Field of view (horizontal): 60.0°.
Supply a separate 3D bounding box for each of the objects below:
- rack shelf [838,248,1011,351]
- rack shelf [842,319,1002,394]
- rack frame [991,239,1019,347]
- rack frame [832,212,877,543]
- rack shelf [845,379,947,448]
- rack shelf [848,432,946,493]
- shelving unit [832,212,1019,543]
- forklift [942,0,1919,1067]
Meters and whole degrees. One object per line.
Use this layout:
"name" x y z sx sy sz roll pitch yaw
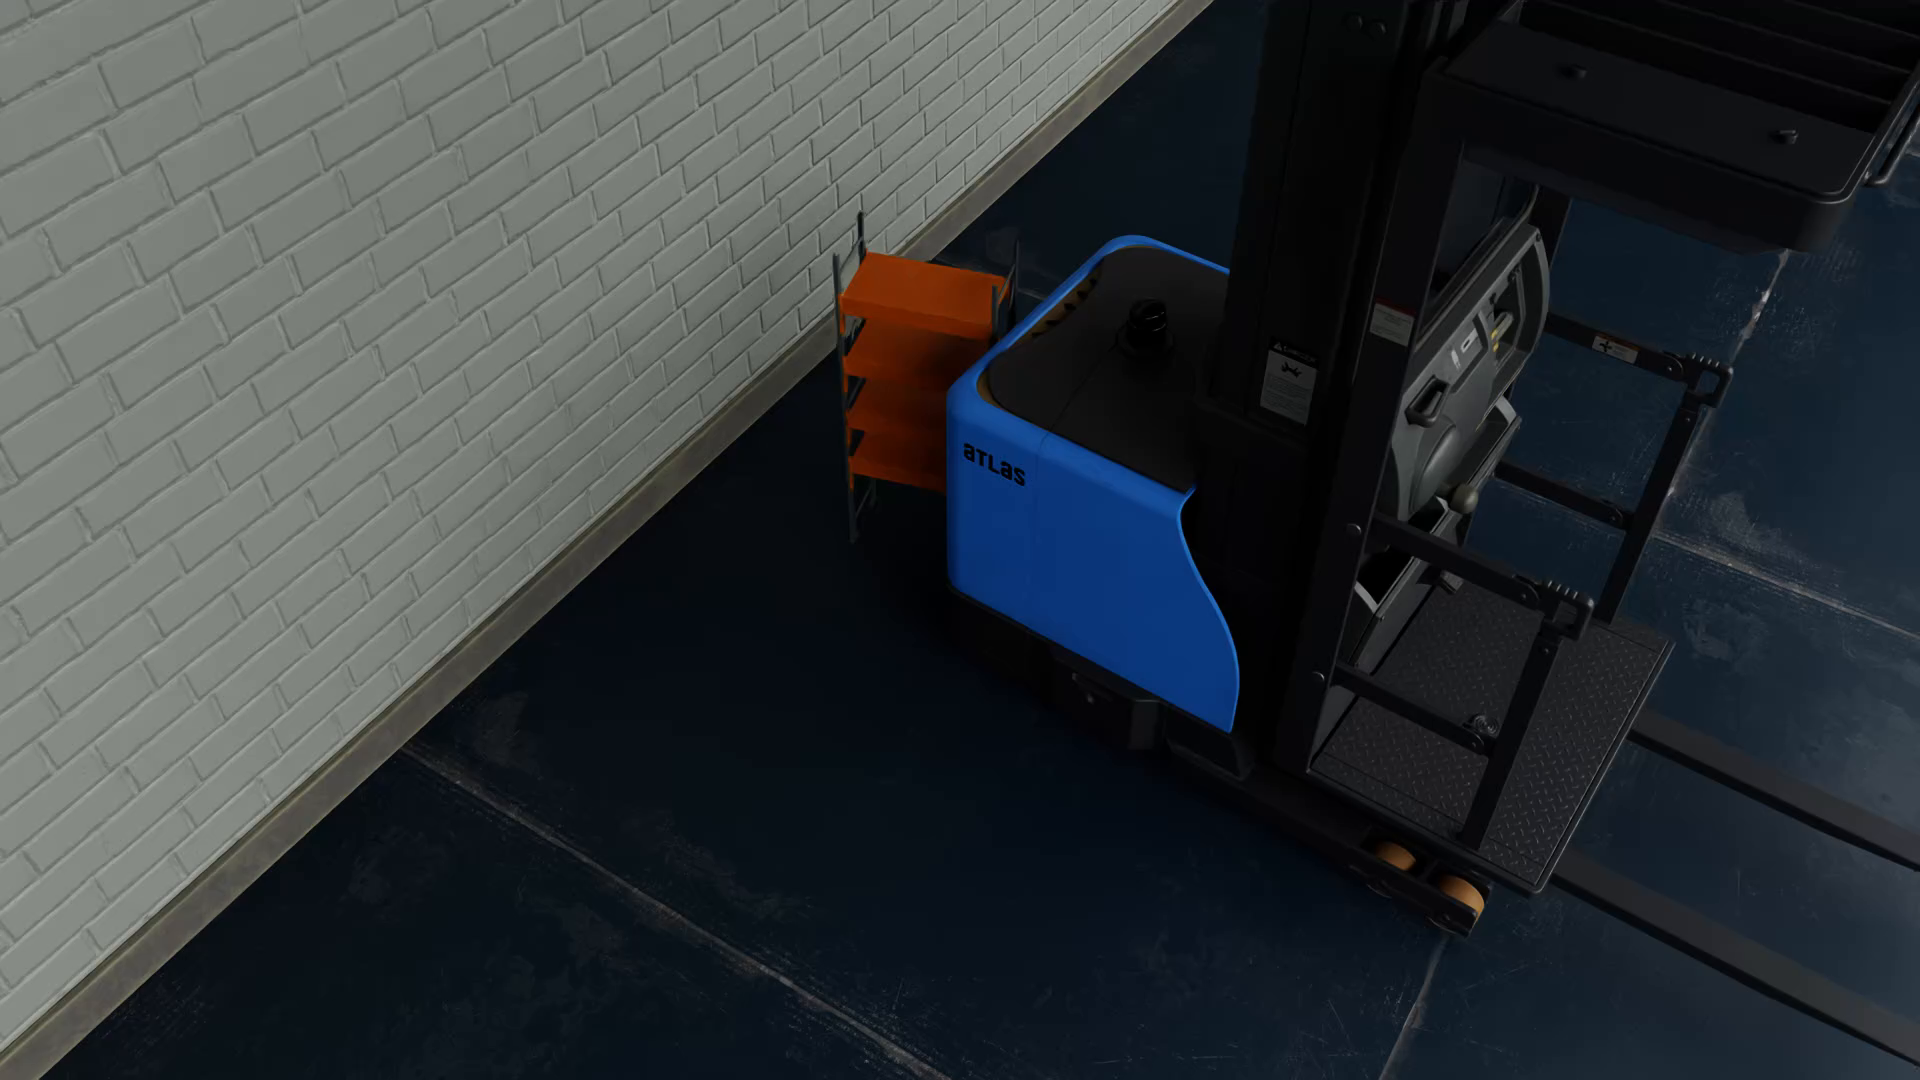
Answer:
"rack shelf" -0.101 -0.717 5.061 0.480 0.148 0.258 12 47 12
"rack shelf" -0.101 -0.551 5.230 0.480 0.148 0.258 12 47 12
"rack frame" 0.132 -0.391 5.292 0.015 1.200 0.240 12 47 12
"rack frame" -0.335 -0.493 5.391 0.015 1.200 0.240 12 47 12
"rack shelf" -0.101 -0.395 5.389 0.480 0.148 0.258 12 47 12
"rack shelf" -0.102 -0.255 5.531 0.480 0.148 0.258 12 47 12
"shelving unit" -0.101 -0.442 5.341 0.503 1.200 0.258 12 47 12
"forklift" 1.440 -0.358 4.054 3.031 2.935 1.130 27 52 24
